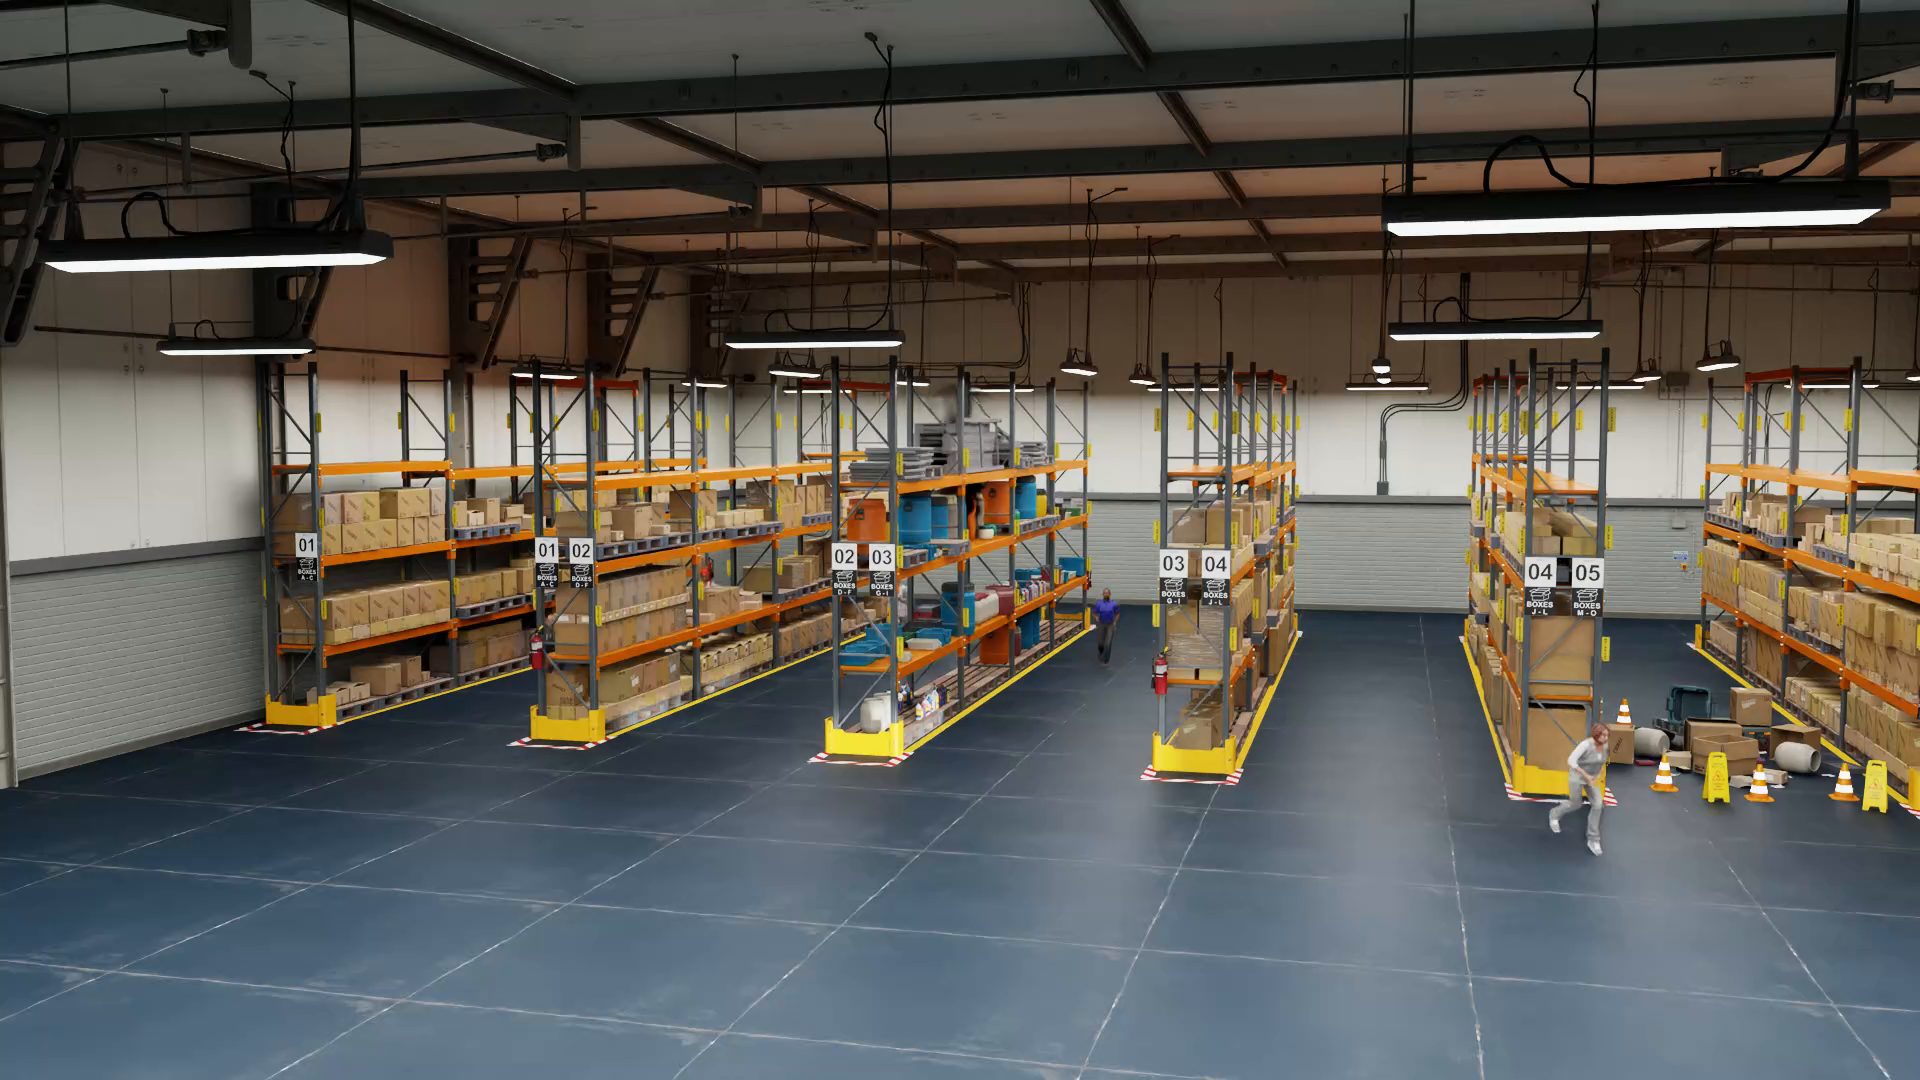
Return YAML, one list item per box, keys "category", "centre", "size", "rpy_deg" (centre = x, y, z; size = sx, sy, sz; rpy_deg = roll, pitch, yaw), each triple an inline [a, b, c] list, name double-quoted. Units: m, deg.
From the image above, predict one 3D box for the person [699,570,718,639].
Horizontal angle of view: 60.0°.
- category: "person"
  centre: [-5.573, 1.532, 36.517]
  size: [0.663, 1.787, 0.902]
  rpy_deg: [1, 4, 11]

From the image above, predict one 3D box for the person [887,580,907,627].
- category: "person"
  centre: [-1.225, 1.544, 33.386]
  size: [0.649, 1.837, 0.904]
  rpy_deg: [1, 4, 14]

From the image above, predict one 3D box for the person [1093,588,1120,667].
- category: "person"
  centre: [3.013, 1.792, 34.207]
  size: [0.563, 1.609, 0.589]
  rpy_deg: [0, 4, 4]

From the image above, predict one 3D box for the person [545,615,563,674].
- category: "person"
  centre: [-7.089, 2.135, 28.757]
  size: [0.651, 1.675, 0.586]
  rpy_deg: [1, 4, 9]

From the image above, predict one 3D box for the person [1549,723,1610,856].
- category: "person"
  centre: [7.318, 2.877, 19.667]
  size: [0.572, 1.547, 0.916]
  rpy_deg: [-2, 4, -24]
